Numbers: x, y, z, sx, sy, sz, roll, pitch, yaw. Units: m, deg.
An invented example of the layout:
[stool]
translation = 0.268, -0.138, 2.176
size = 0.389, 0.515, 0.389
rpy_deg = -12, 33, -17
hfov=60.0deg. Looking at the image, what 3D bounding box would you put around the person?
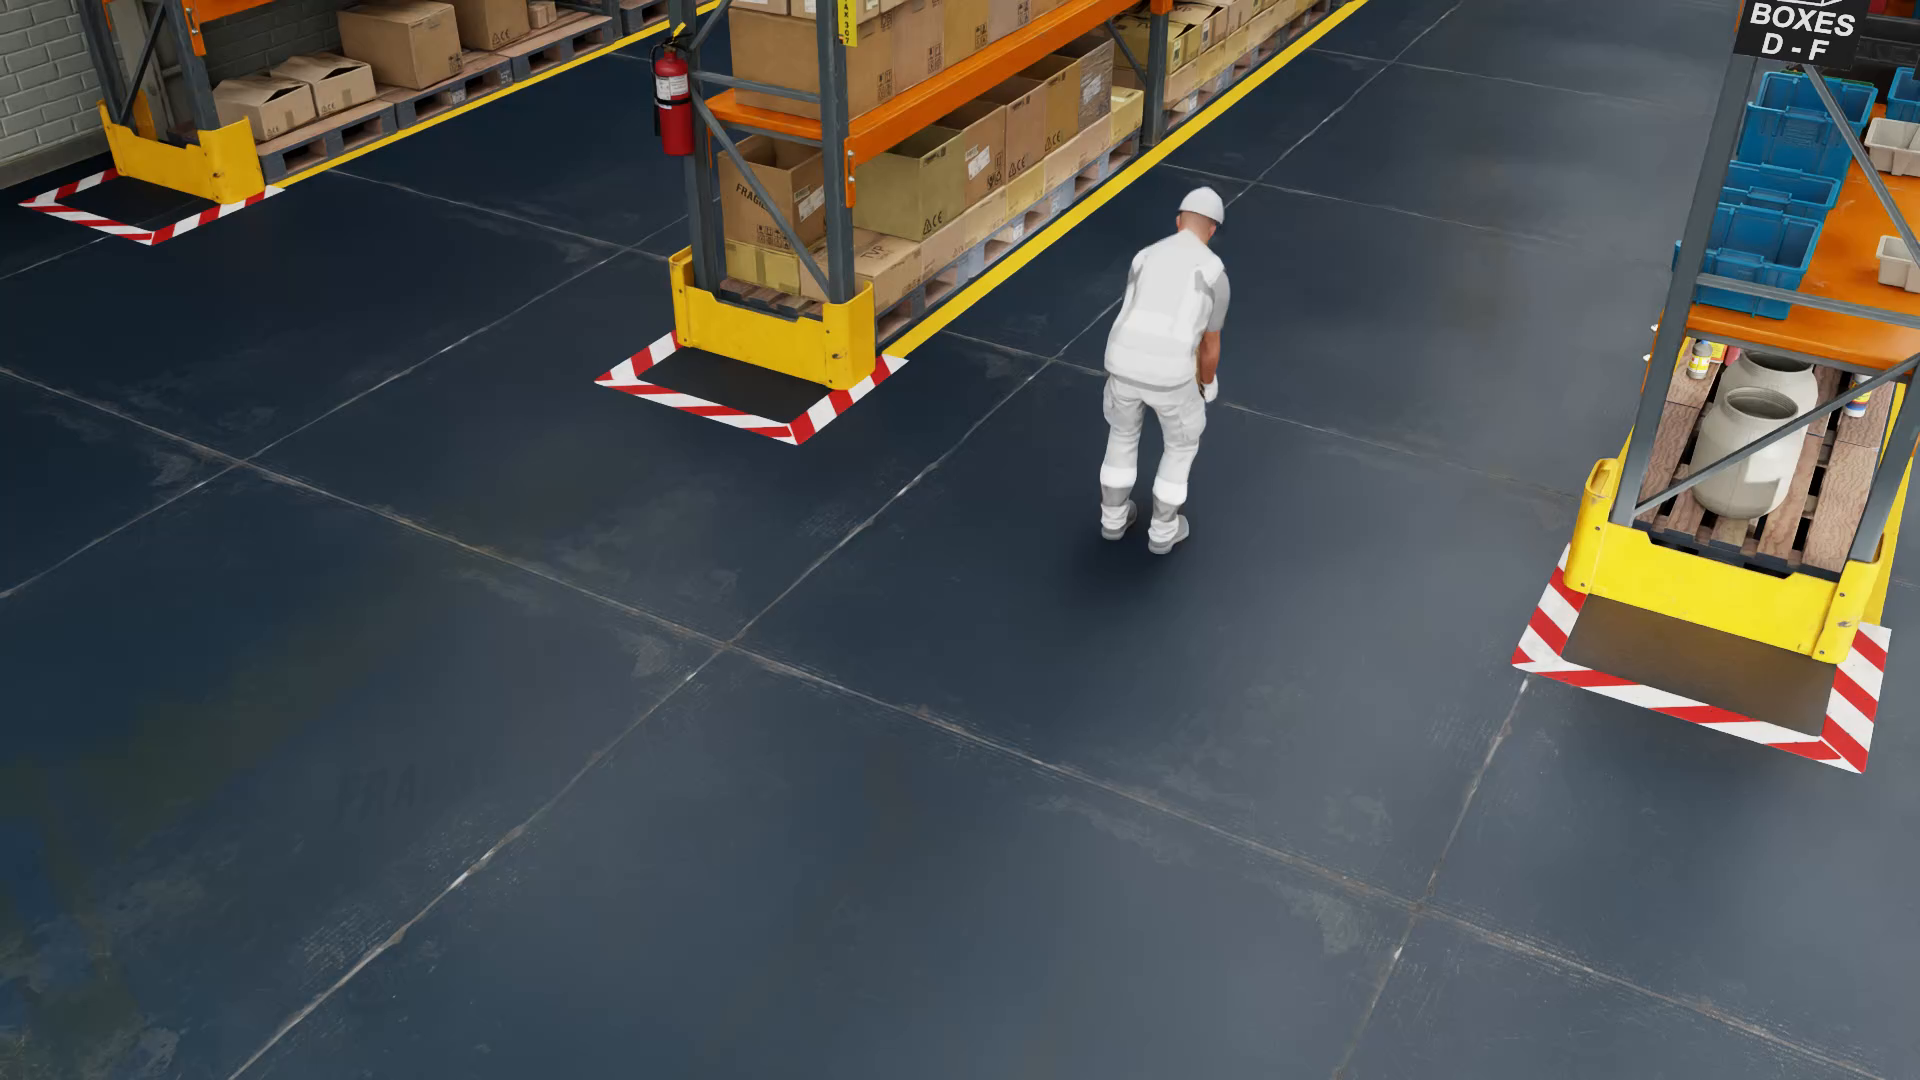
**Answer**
[person]
translation = 0.941, -0.762, 7.479
size = 0.483, 1.540, 0.819
rpy_deg = 17, 37, 23
